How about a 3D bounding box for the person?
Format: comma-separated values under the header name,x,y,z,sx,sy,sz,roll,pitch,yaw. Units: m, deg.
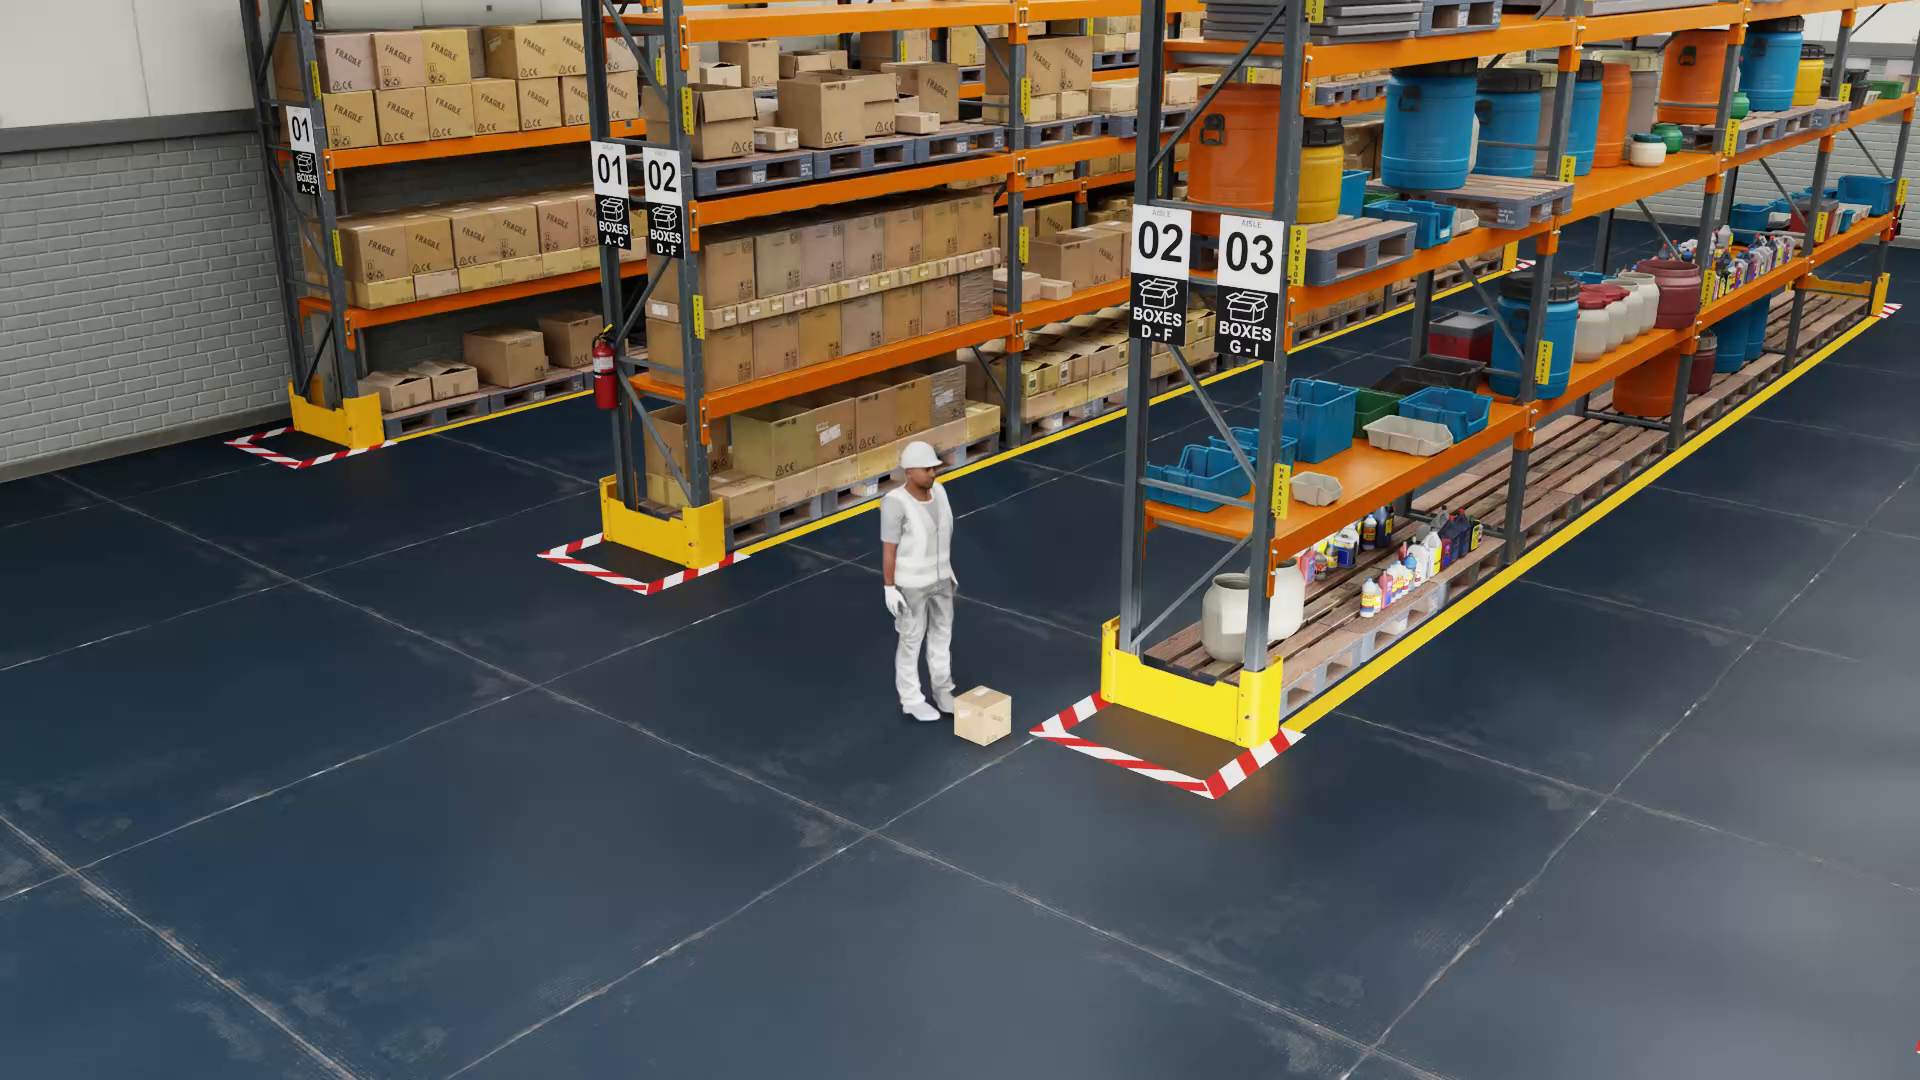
name,x,y,z,sx,sy,sz,roll,pitch,yaw
person,-0.235,0.256,10.327,0.381,1.786,0.570,17,26,38
